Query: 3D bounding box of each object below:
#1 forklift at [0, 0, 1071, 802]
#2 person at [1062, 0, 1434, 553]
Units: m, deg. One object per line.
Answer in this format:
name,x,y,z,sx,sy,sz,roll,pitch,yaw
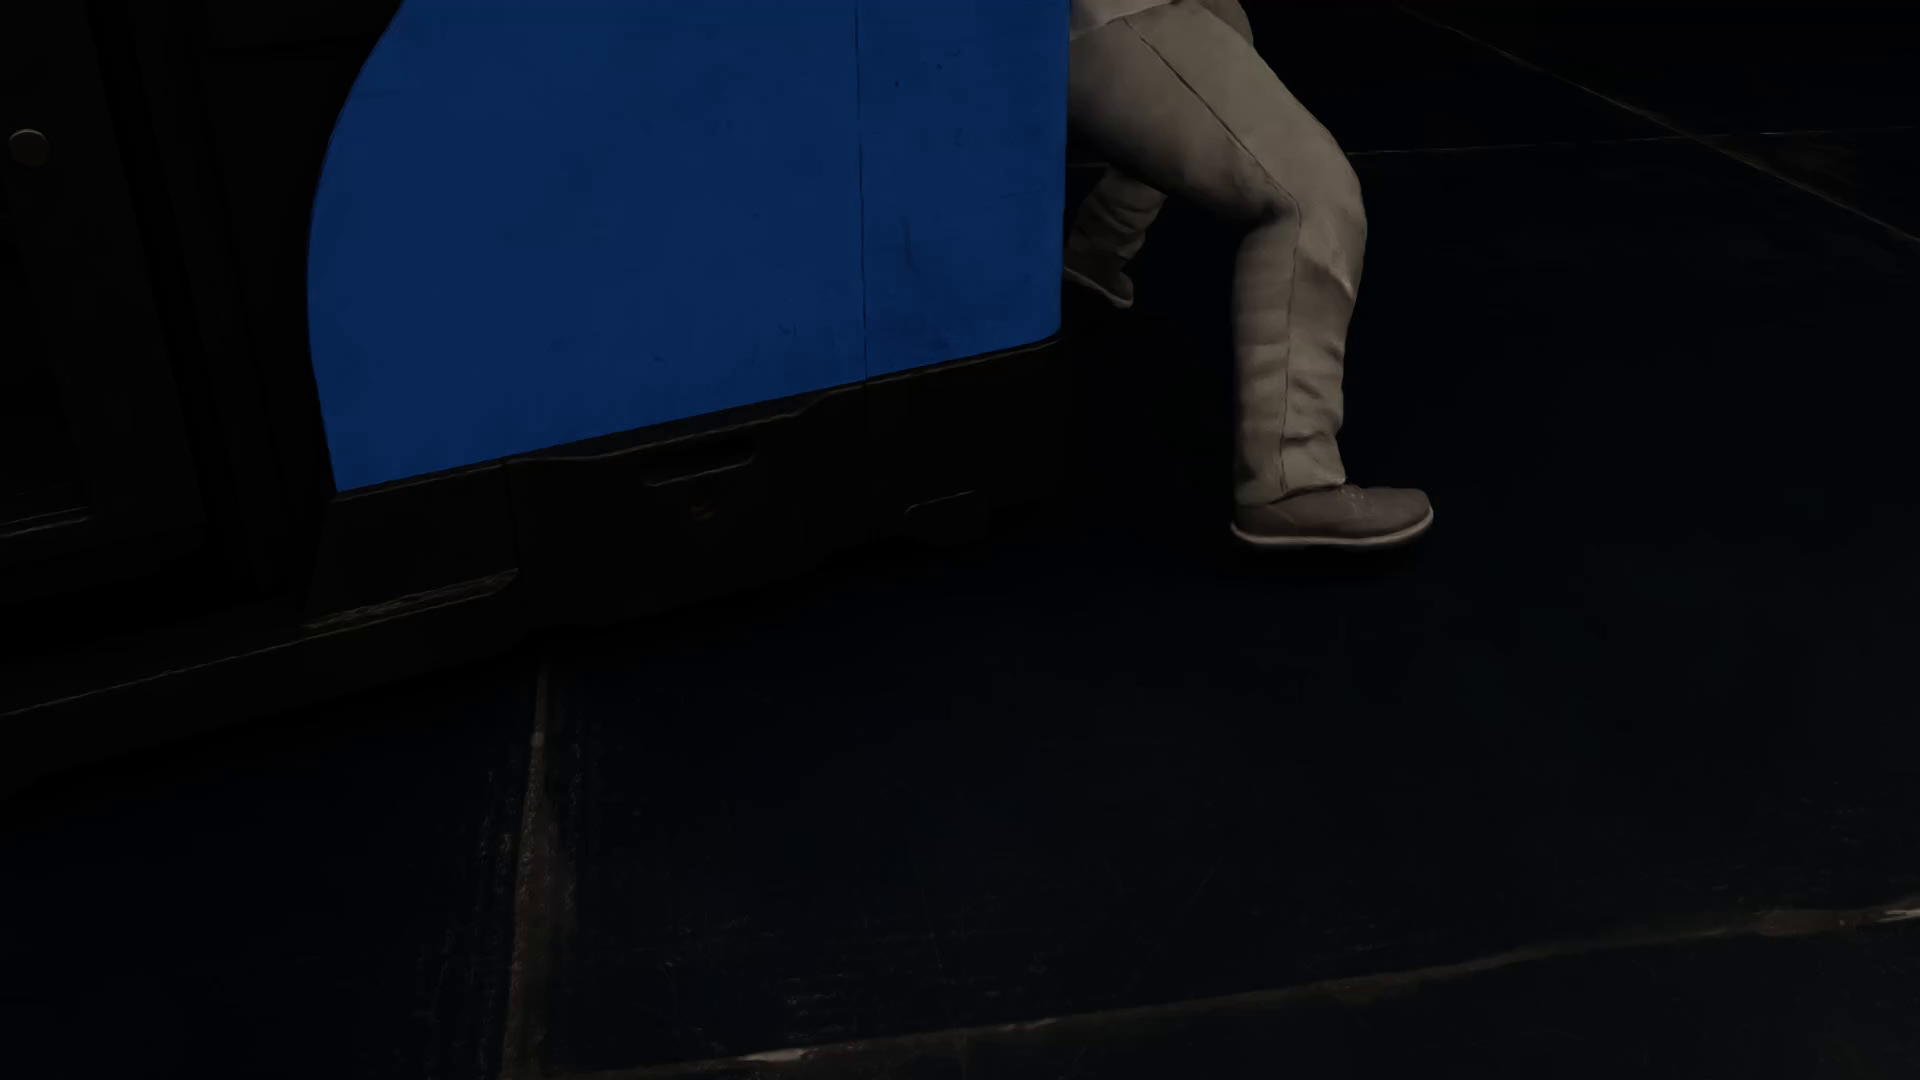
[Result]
forklift,-1.374,-1.176,1.590,3.031,2.935,1.130,-15,31,-26
person,0.368,-0.862,2.523,0.683,1.434,1.113,0,28,1
